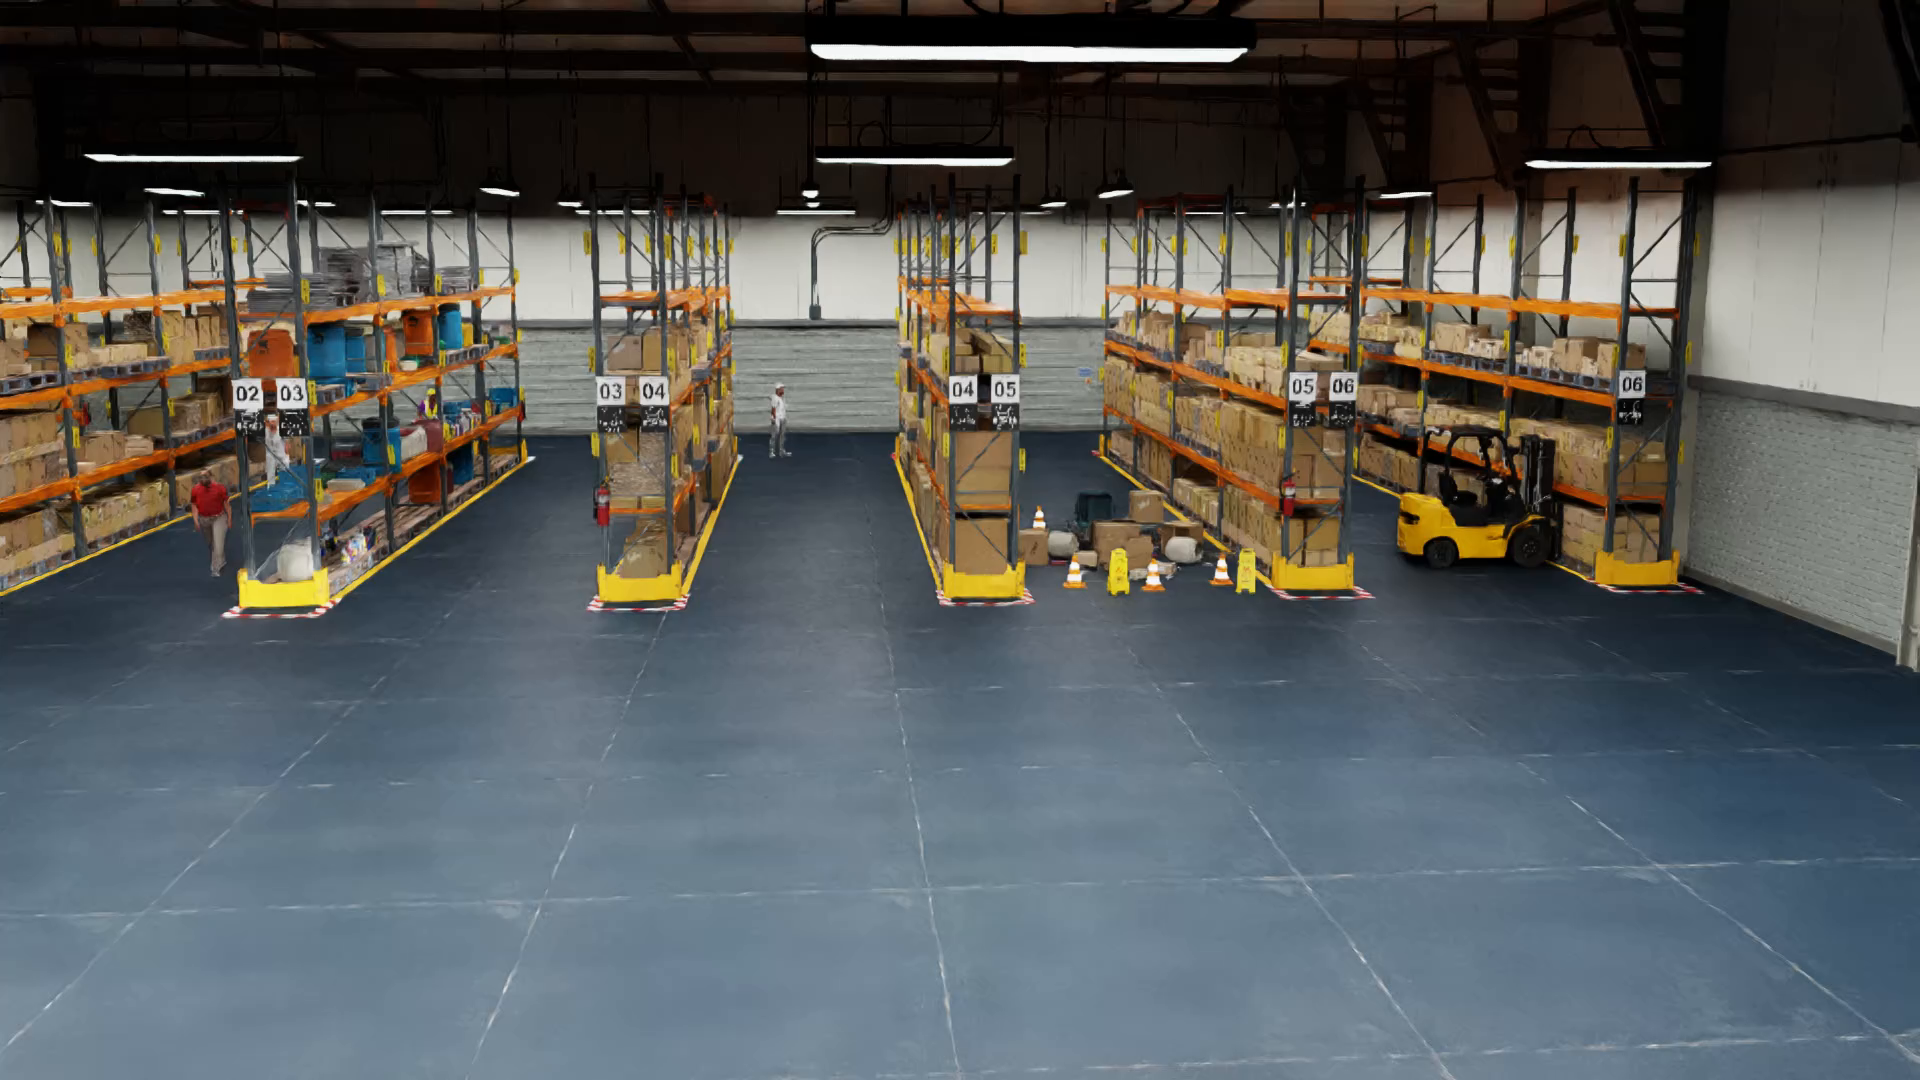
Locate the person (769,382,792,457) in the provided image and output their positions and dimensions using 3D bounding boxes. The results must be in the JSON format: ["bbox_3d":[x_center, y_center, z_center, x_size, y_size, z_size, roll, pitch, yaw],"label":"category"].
[{"bbox_3d":[-4.340,-2.894,39.867,0.442,1.786,0.648,3,11,19],"label":"person"}]

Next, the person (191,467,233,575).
[{"bbox_3d":[-11.553,-0.310,25.629,0.542,1.645,1.126,0,10,-3],"label":"person"}]

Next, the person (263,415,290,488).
[{"bbox_3d":[-13.619,-1.668,33.147,0.564,1.736,1.044,-1,10,-6],"label":"person"}]

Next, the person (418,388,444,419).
[{"bbox_3d":[-12.451,-2.744,39.355,0.719,1.714,0.578,-1,10,-6],"label":"person"}]
